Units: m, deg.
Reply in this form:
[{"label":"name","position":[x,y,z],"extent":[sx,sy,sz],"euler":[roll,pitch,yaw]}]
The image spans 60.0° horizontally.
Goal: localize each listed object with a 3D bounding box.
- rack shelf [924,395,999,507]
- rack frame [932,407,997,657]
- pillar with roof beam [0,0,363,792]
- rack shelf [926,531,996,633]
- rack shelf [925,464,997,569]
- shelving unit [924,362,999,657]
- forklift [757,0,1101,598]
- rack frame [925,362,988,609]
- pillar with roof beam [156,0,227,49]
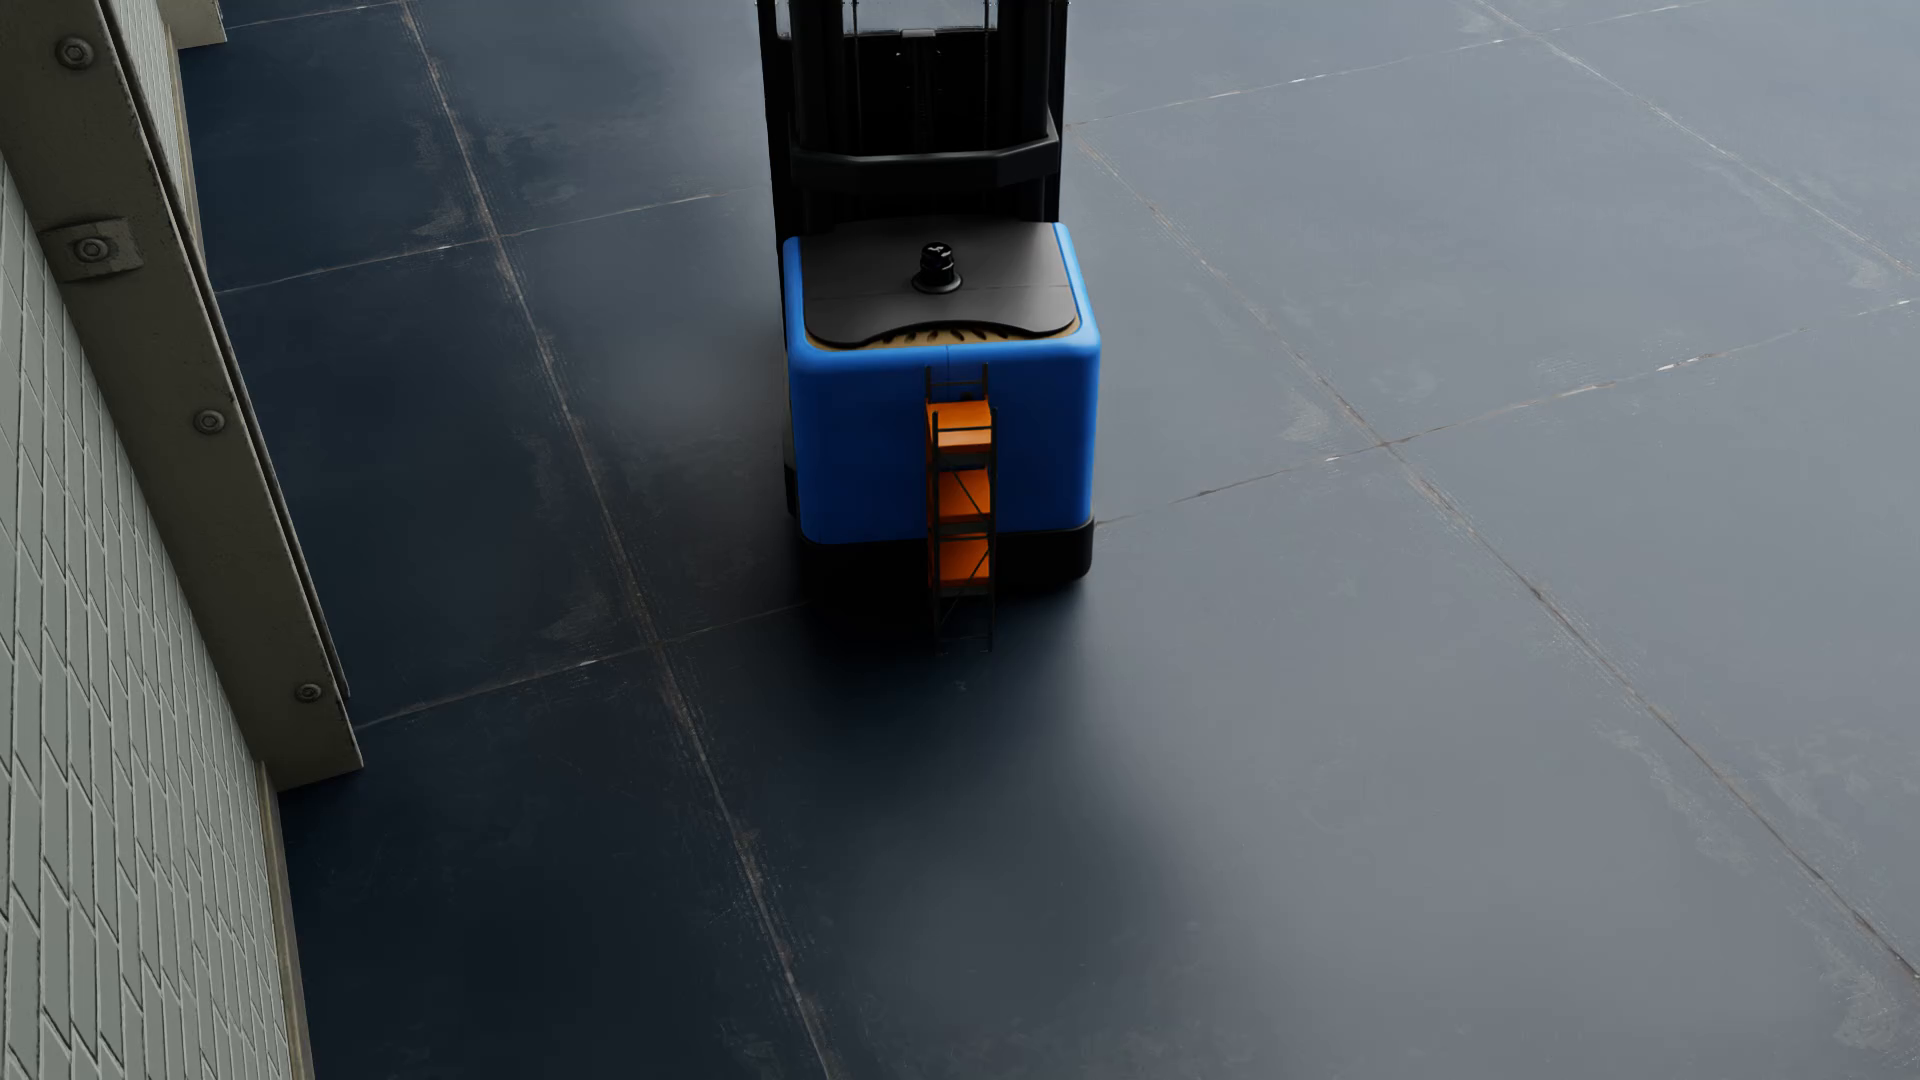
[{"label":"rack shelf","position":[0.002,-0.288,5.360],"extent":[0.215,0.259,0.240],"euler":[-4,41,-5]},{"label":"rack frame","position":[0.015,-0.001,5.446],"extent":[0.200,1.050,0.008],"euler":[-4,41,-5]},{"label":"pillar with roof beam","position":[1.825,-3.829,3.800],"extent":[9.100,9.000,0.400],"euler":[-15,43,-17]},{"label":"rack shelf","position":[0.002,0.138,5.726],"extent":[0.215,0.259,0.240],"euler":[-4,41,-5]},{"label":"rack shelf","position":[0.002,-0.072,5.545],"extent":[0.215,0.259,0.240],"euler":[-4,41,-5]},{"label":"shelving unit","position":[0.002,-0.080,5.538],"extent":[0.215,1.050,0.252],"euler":[-4,41,-5]},{"label":"forklift","position":[-0.192,-1.861,6.166],"extent":[1.130,2.935,3.031],"euler":[-4,41,-5]},{"label":"rack frame","position":[-0.010,-0.160,5.630],"extent":[0.200,1.050,0.008],"euler":[-4,41,-5]},{"label":"pillar with roof beam","position":[-0.471,-7.443,8.004],"extent":[9.100,9.000,0.400],"euler":[-15,43,-17]}]
